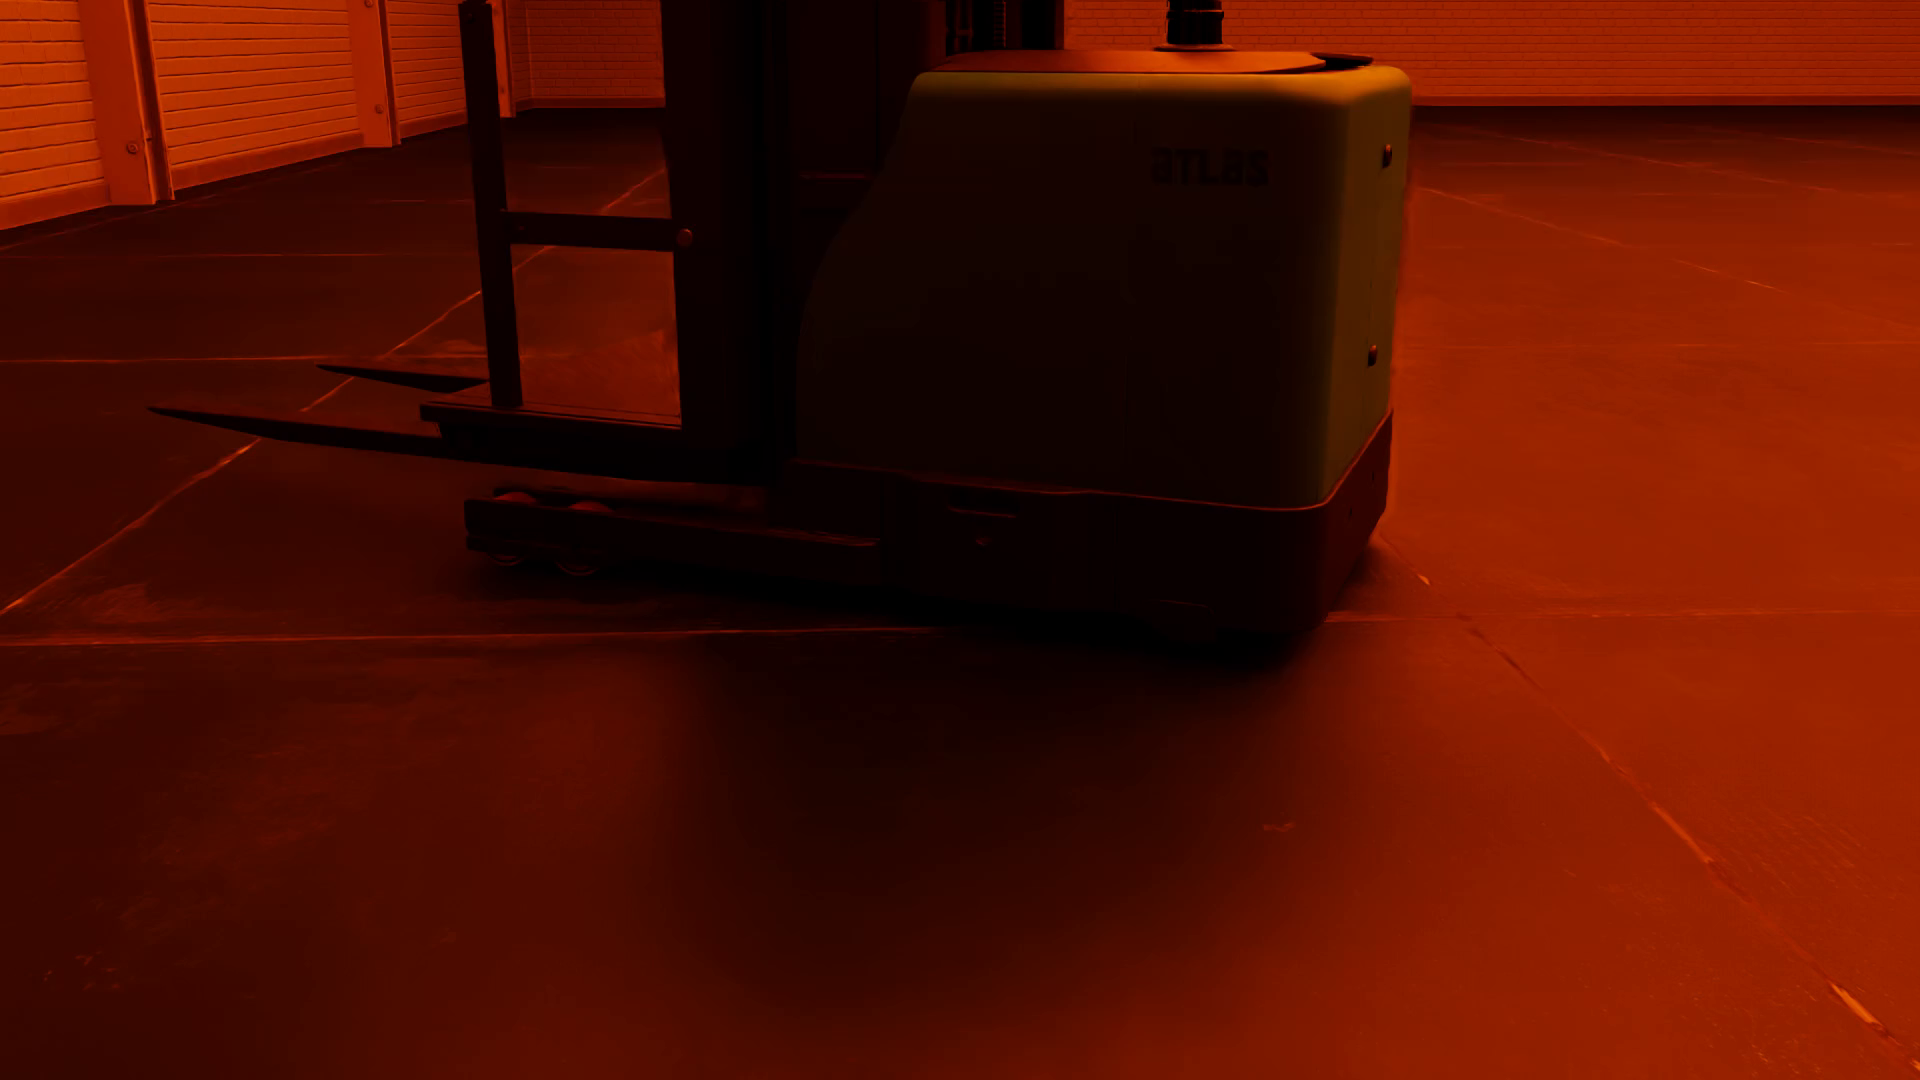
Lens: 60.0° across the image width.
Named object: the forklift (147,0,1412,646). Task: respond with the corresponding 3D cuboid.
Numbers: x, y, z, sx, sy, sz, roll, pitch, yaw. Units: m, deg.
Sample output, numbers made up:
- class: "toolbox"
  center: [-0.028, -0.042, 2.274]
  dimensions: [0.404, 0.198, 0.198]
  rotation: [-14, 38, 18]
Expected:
- class: "forklift"
  center: [-0.563, -1.456, 3.667]
  dimensions: [3.031, 2.935, 1.130]
  rotation: [7, 18, 21]
